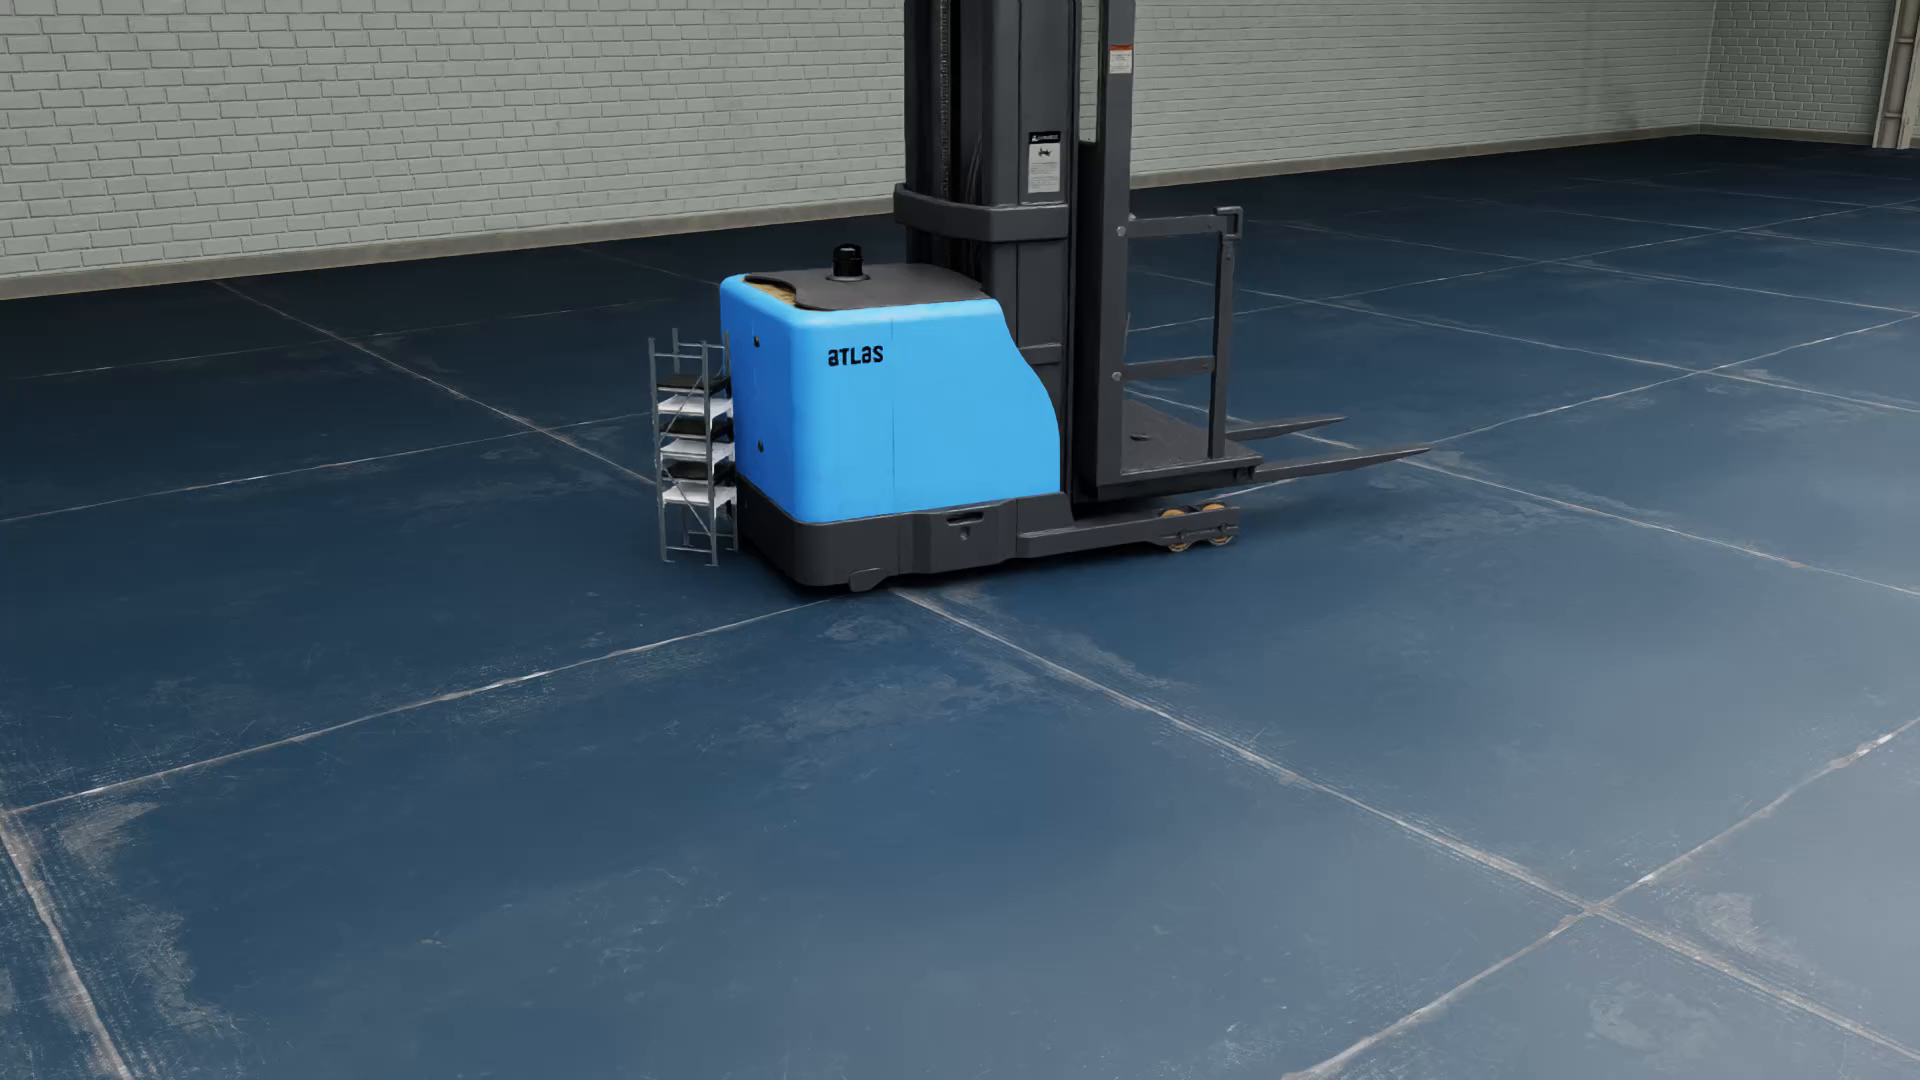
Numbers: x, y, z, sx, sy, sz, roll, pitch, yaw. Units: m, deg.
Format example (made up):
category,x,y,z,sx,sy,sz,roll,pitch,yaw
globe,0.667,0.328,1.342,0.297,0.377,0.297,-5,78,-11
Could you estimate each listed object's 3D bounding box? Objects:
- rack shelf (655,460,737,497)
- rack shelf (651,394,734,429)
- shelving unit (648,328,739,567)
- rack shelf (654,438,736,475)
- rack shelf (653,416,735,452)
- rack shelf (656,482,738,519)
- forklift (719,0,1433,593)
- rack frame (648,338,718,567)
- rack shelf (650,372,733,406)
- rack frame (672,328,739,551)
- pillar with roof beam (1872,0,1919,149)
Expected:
category,x,y,z,sx,sy,sz,roll,pitch,yaw
rack shelf,-1.040,-0.245,6.564,0.258,0.077,0.200,5,19,16
rack shelf,-1.040,-0.501,6.479,0.258,0.077,0.200,5,19,16
shelving unit,-1.040,-0.362,6.525,0.258,0.900,0.210,5,19,16
rack shelf,-1.040,-0.331,6.535,0.258,0.077,0.200,5,19,16
rack shelf,-1.040,-0.416,6.507,0.258,0.077,0.200,5,19,16
rack shelf,-1.040,-0.160,6.592,0.258,0.077,0.200,5,19,16
forklift,0.587,-1.488,6.693,3.031,2.935,1.130,-8,20,-23
rack frame,-1.069,-0.332,6.432,0.240,0.900,0.006,5,19,16
rack shelf,-1.040,-0.587,6.450,0.258,0.077,0.200,5,19,16
rack frame,-1.011,-0.393,6.617,0.240,0.900,0.006,5,19,16
pillar with roof beam,9.989,-9.066,19.925,9.100,9.000,0.400,-14,23,-36
